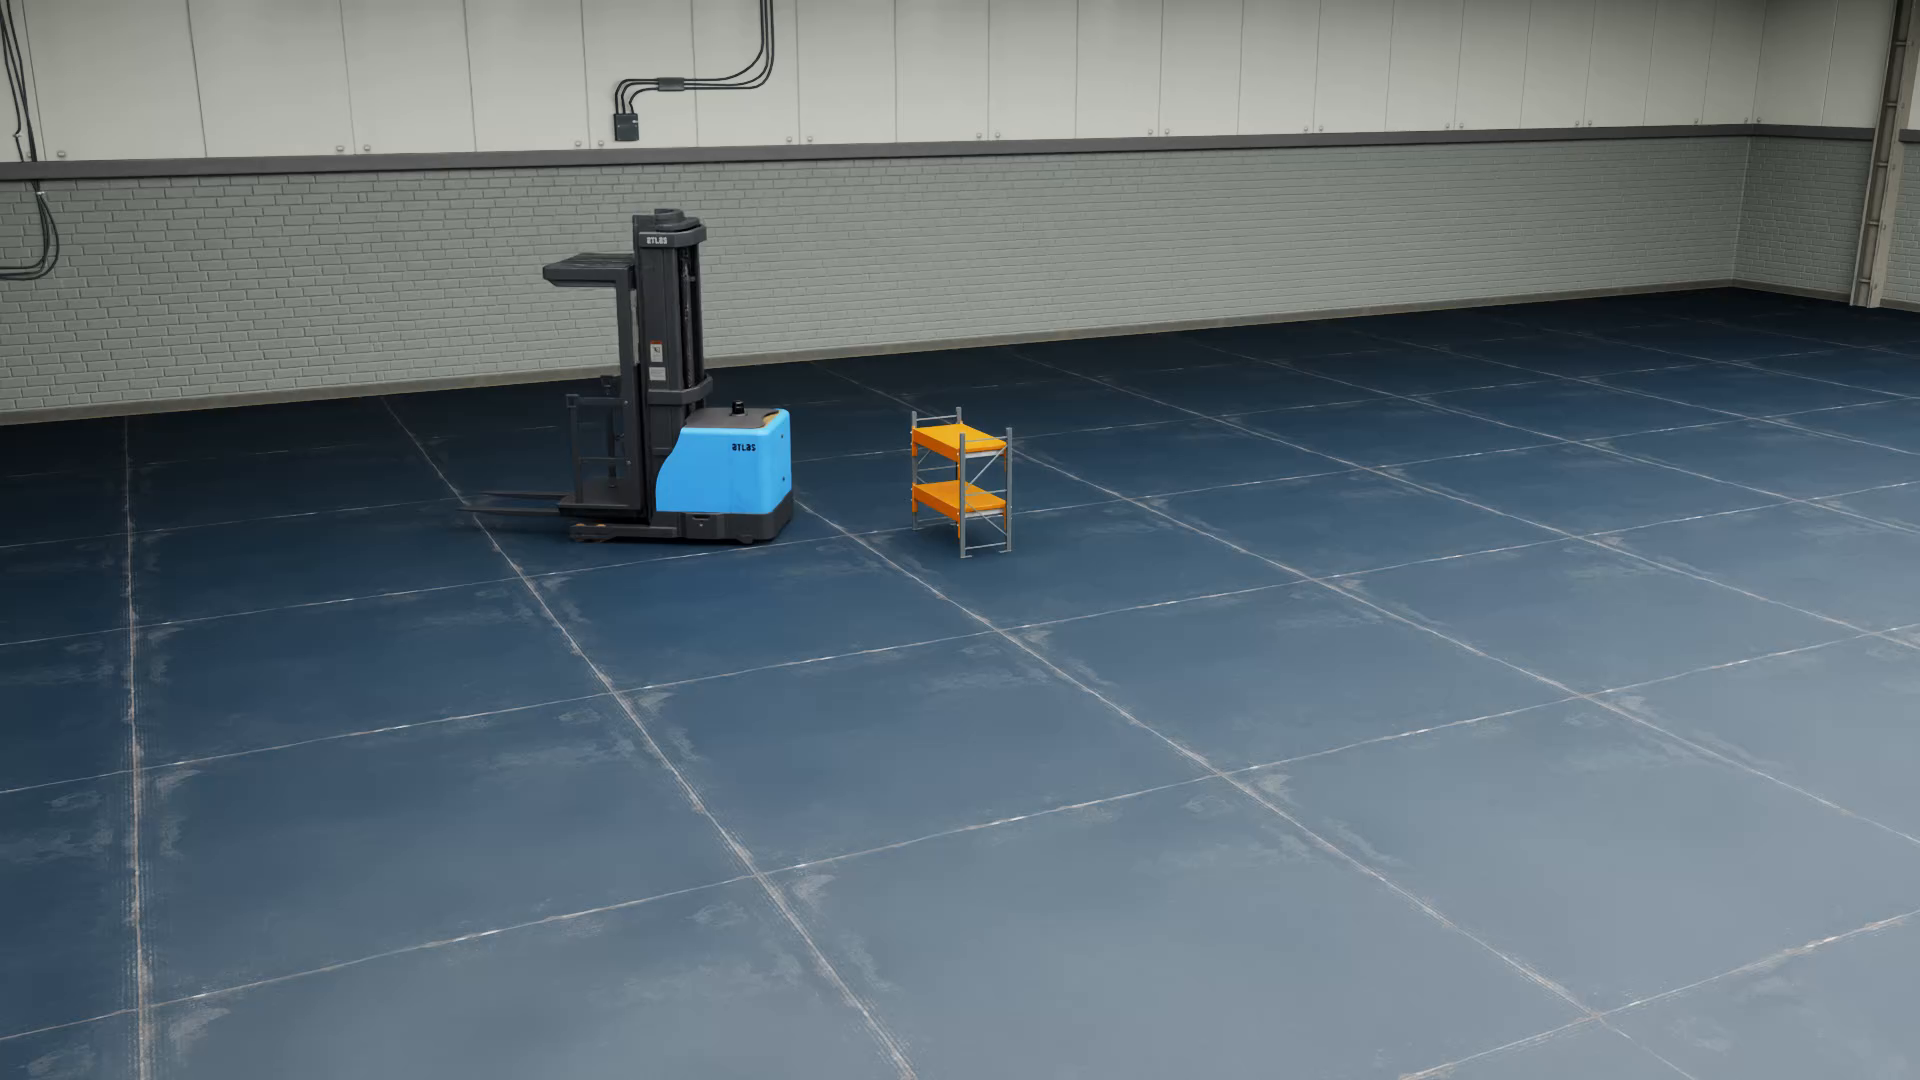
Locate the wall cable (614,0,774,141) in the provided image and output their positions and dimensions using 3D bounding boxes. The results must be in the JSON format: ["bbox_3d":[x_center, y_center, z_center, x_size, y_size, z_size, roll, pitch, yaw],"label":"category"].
[{"bbox_3d":[-3.590,-8.401,22.044,2.305,6.003,0.169,-8,18,-25],"label":"wall cable"}]

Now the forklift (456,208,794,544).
[{"bbox_3d":[-3.143,-1.528,15.259,3.031,2.935,1.130,2,16,6],"label":"forklift"}]

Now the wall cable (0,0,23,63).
[{"bbox_3d":[-9.699,-6.885,19.400,3.097,2.526,0.112,-8,18,-25],"label":"wall cable"}]

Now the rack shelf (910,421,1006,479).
[{"bbox_3d":[0.003,-0.820,15.008,0.538,0.278,1.000,-8,18,-25],"label":"rack shelf"}]

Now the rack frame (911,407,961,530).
[{"bbox_3d":[-0.220,-0.665,15.528,0.500,1.125,0.032,-8,18,-25],"label":"rack frame"}]

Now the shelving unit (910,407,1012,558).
[{"bbox_3d":[0.003,-0.539,15.089,0.538,1.125,1.048,-8,18,-25],"label":"shelving unit"}]

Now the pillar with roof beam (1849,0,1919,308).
[{"bbox_3d":[12.417,-8.019,26.879,9.100,9.000,0.400,-8,18,-25],"label":"pillar with roof beam"}]

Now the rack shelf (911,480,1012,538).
[{"bbox_3d":[0.003,-0.304,15.156,0.538,0.278,1.000,-8,18,-25],"label":"rack shelf"}]

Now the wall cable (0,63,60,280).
[{"bbox_3d":[-12.131,-4.130,18.958,3.097,2.526,0.112,-8,18,-25],"label":"wall cable"}]

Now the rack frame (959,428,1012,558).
[{"bbox_3d":[0.226,-0.413,14.650,0.500,1.125,0.032,-8,18,-25],"label":"rack frame"}]
